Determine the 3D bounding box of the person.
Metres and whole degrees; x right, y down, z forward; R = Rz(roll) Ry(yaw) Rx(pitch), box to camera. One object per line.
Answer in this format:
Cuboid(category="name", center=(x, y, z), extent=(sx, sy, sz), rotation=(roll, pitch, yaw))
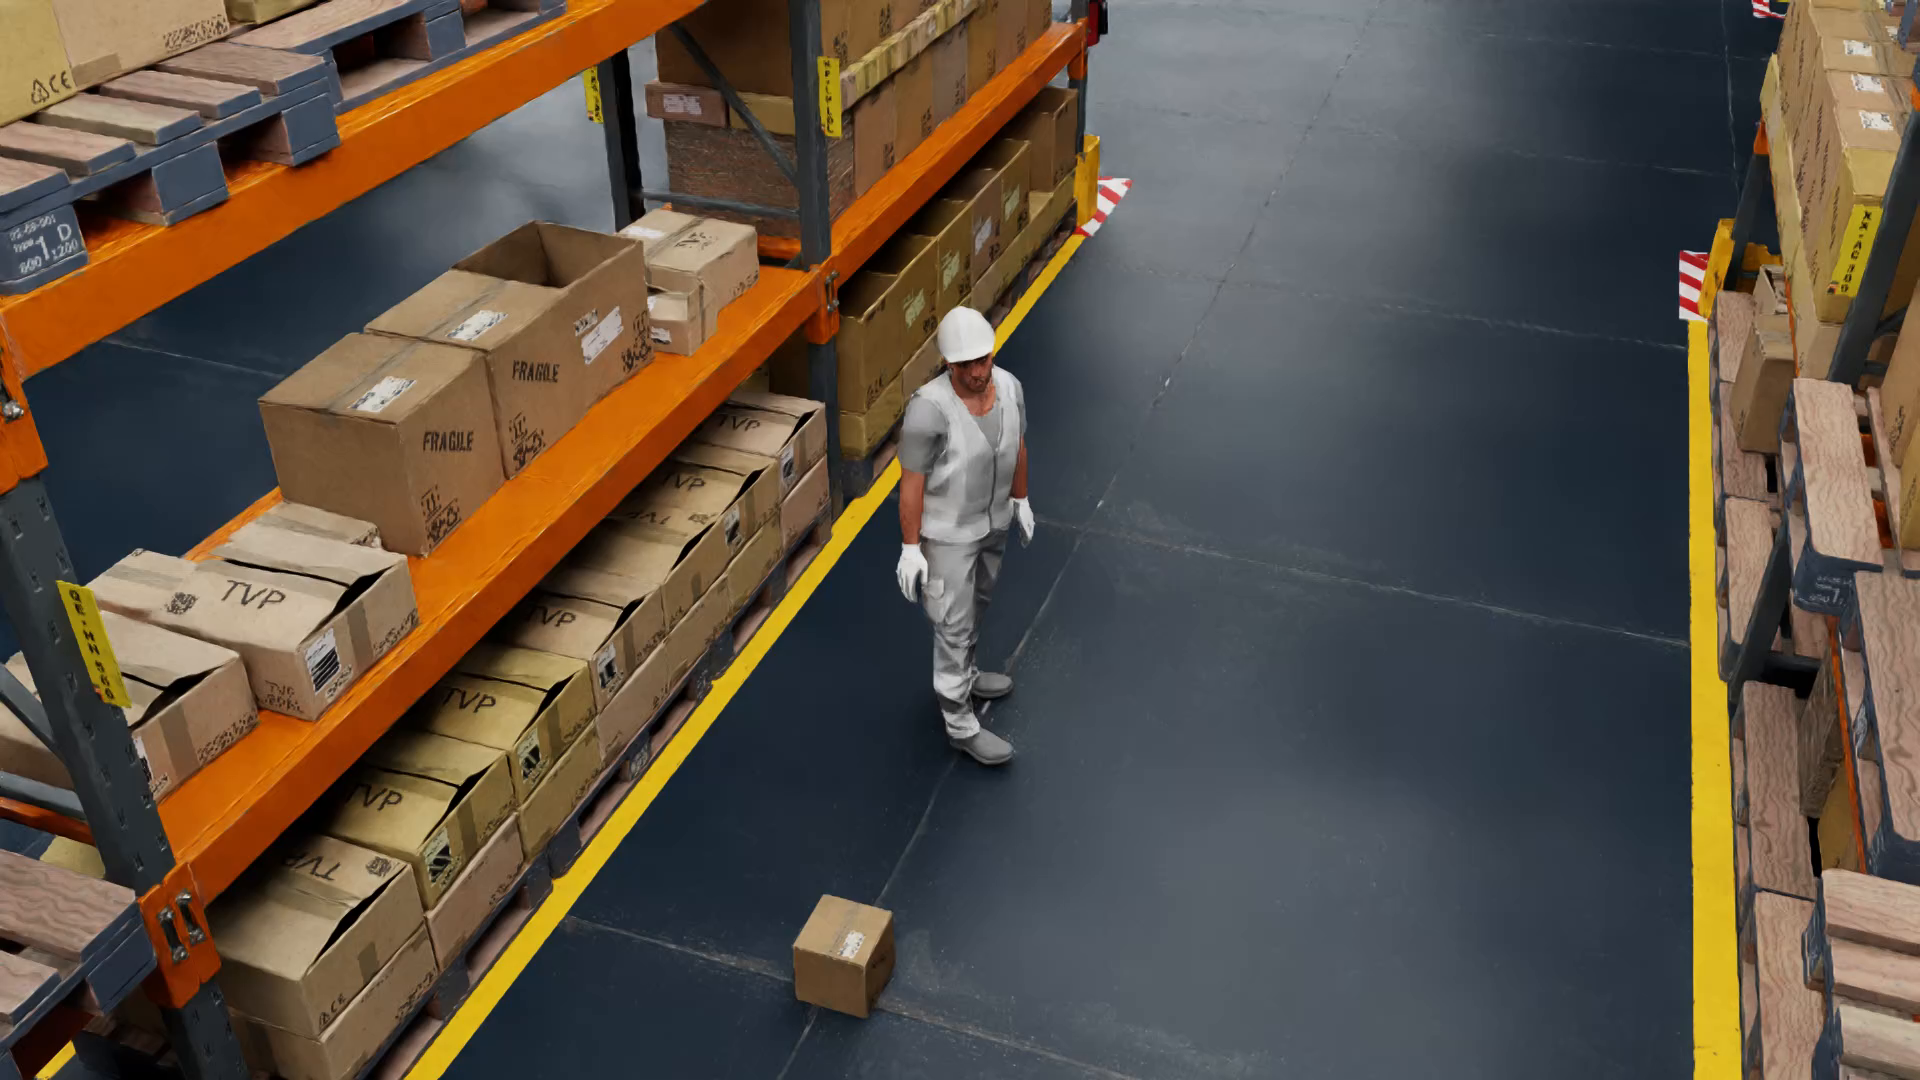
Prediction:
Cuboid(category="person", center=(0.051, -0.010, 6.086), extent=(0.569, 1.786, 0.663), rotation=(27, 42, 35))
